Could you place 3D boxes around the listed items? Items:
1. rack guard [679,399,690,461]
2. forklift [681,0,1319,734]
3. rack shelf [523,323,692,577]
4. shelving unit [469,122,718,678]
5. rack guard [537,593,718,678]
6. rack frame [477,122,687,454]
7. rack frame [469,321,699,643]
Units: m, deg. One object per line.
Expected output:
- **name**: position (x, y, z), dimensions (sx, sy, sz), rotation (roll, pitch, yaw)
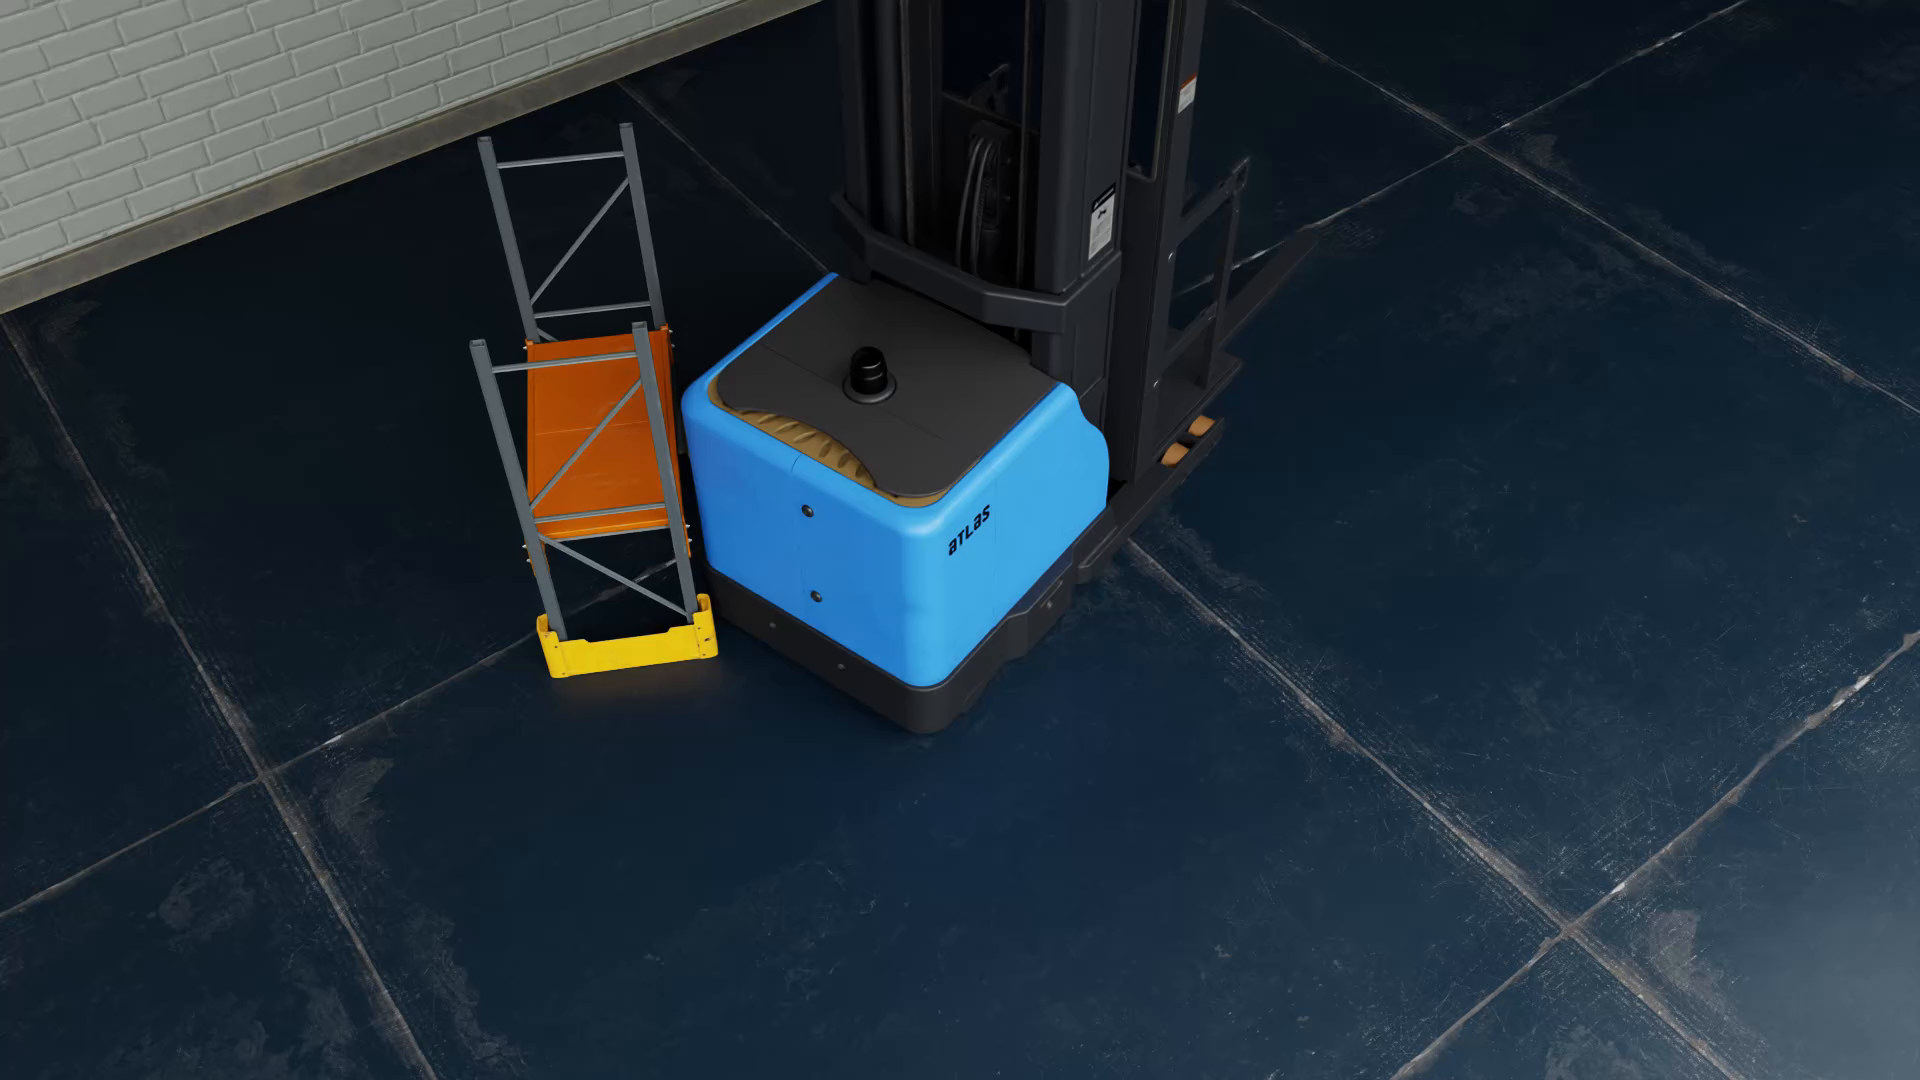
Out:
- **rack guard**: position (-1.319, -0.394, 6.438), dimensions (0.587, 0.250, 0.087), rotation (-7, 48, -7)
- **forklift**: position (0.378, -1.389, 5.531), dimensions (1.130, 2.935, 3.031), rotation (29, 54, 23)
- **rack shelf**: position (-1.236, -0.336, 5.785), dimensions (0.538, 0.185, 1.000), rotation (-7, 48, -7)
- **shelving unit**: position (-1.234, -0.450, 5.645), dimensions (0.587, 1.500, 1.083), rotation (-7, 48, -7)
- **rack guard**: position (-1.149, 0.333, 5.779), dimensions (0.587, 0.250, 0.087), rotation (-7, 48, -7)
- **rack frame**: position (-1.323, -0.828, 5.988), dimensions (0.500, 1.500, 0.032), rotation (-7, 48, -7)
- **rack frame**: position (-1.149, -0.085, 5.315), dimensions (0.500, 1.500, 0.032), rotation (-7, 48, -7)
